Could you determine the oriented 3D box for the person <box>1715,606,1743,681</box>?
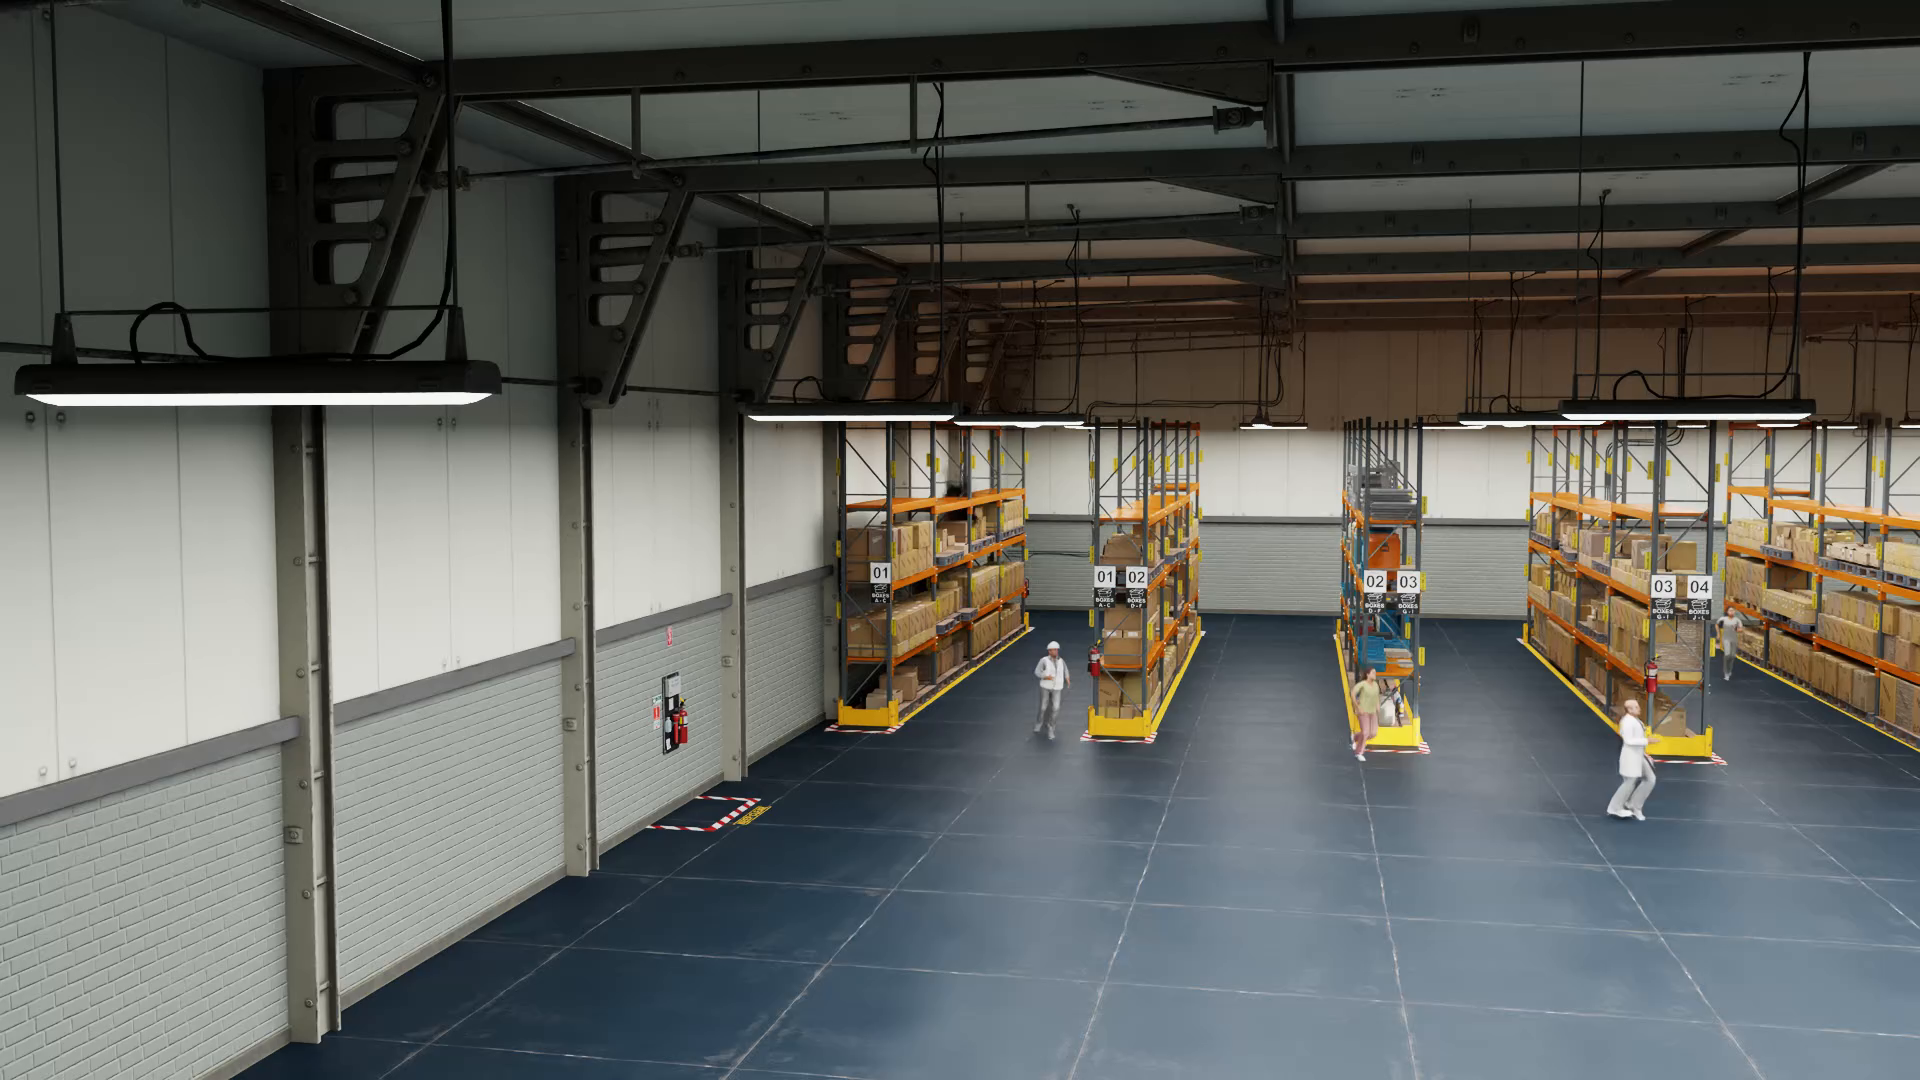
[{"bbox_3d":[17.858,2.379,38.604,0.537,1.723,0.768,1,4,10],"label":"person"}]

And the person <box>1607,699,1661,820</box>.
[{"bbox_3d":[9.950,3.254,24.506,0.755,1.814,0.688,3,5,38],"label":"person"}]

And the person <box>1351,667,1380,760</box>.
[{"bbox_3d":[7.146,3.031,29.269,0.625,1.626,0.558,-2,4,-25],"label":"person"}]

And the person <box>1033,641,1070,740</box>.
[{"bbox_3d":[1.749,2.807,31.249,0.712,1.793,0.739,-1,4,-14],"label":"person"}]
